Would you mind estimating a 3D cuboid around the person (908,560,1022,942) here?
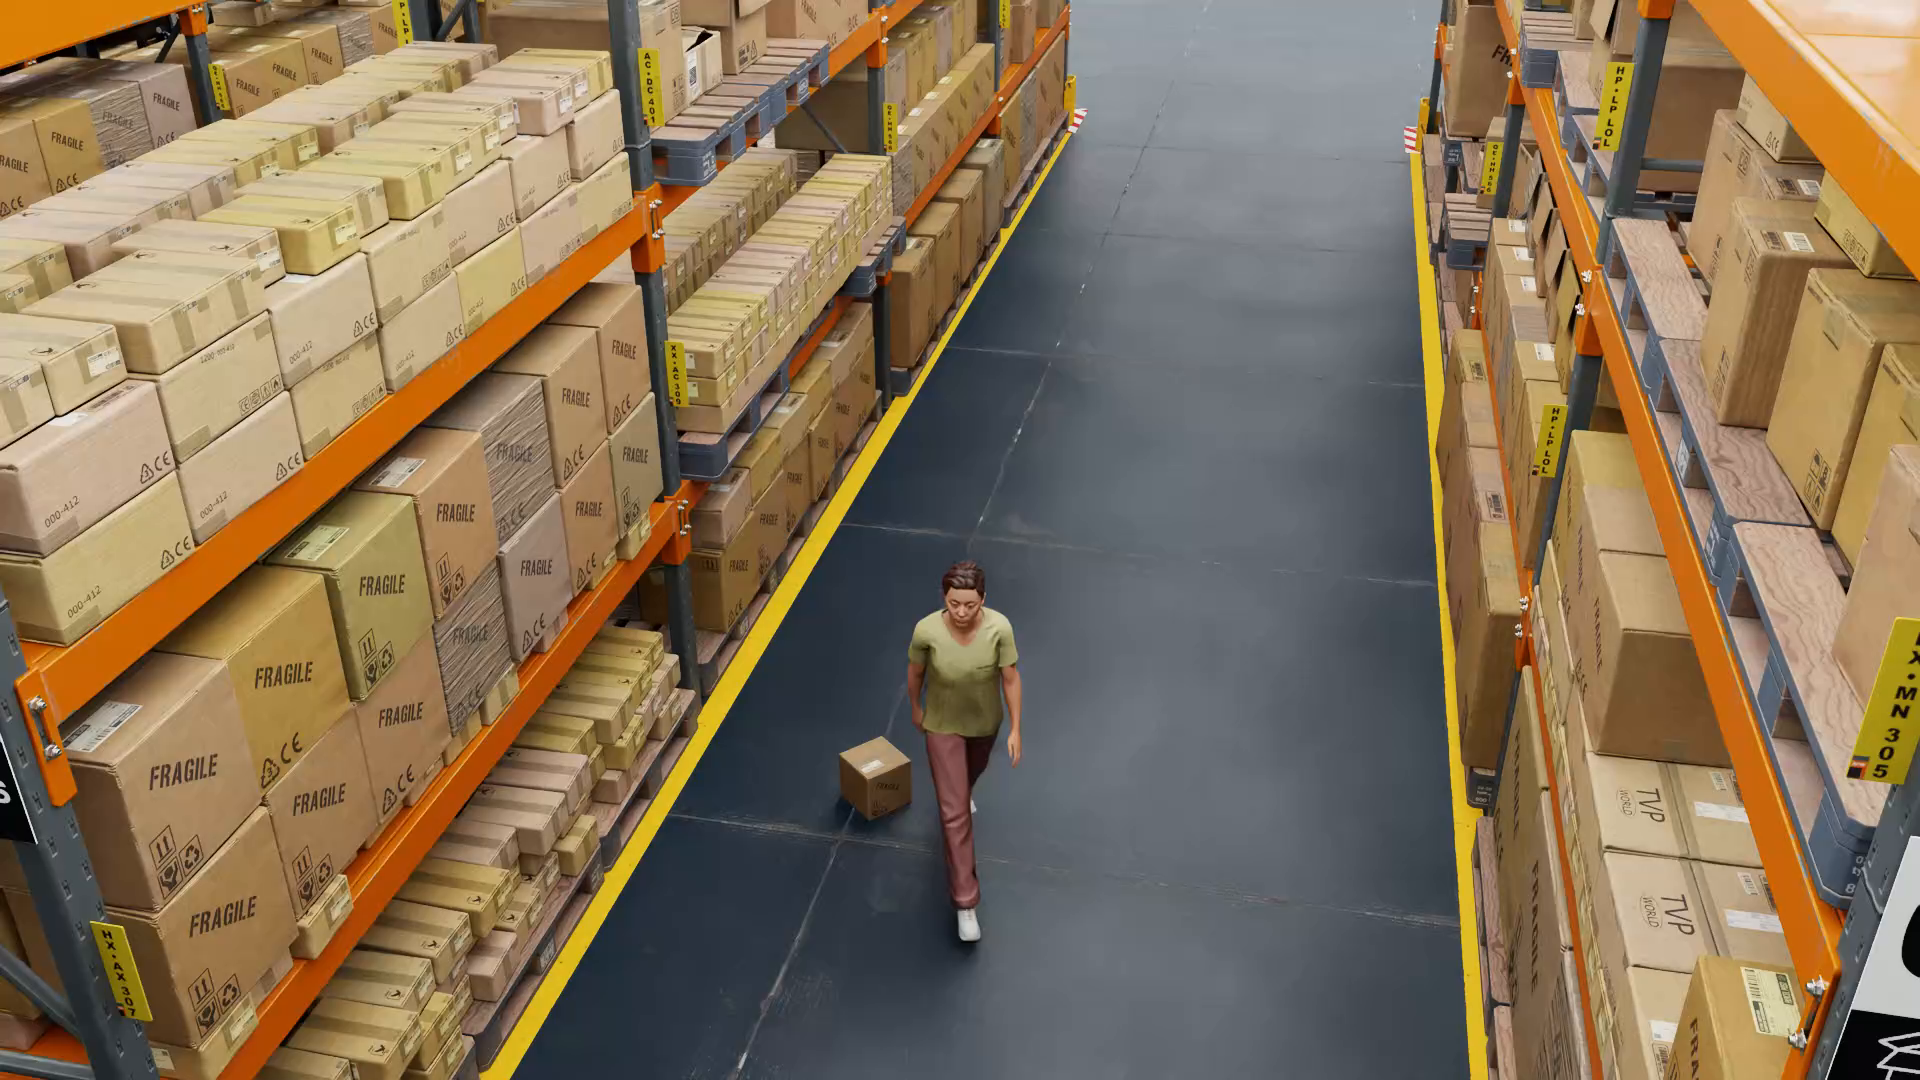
[{"bbox_3d":[0.020,0.782,7.202,0.458,1.609,1.106,-7,30,-12],"label":"person"}]
